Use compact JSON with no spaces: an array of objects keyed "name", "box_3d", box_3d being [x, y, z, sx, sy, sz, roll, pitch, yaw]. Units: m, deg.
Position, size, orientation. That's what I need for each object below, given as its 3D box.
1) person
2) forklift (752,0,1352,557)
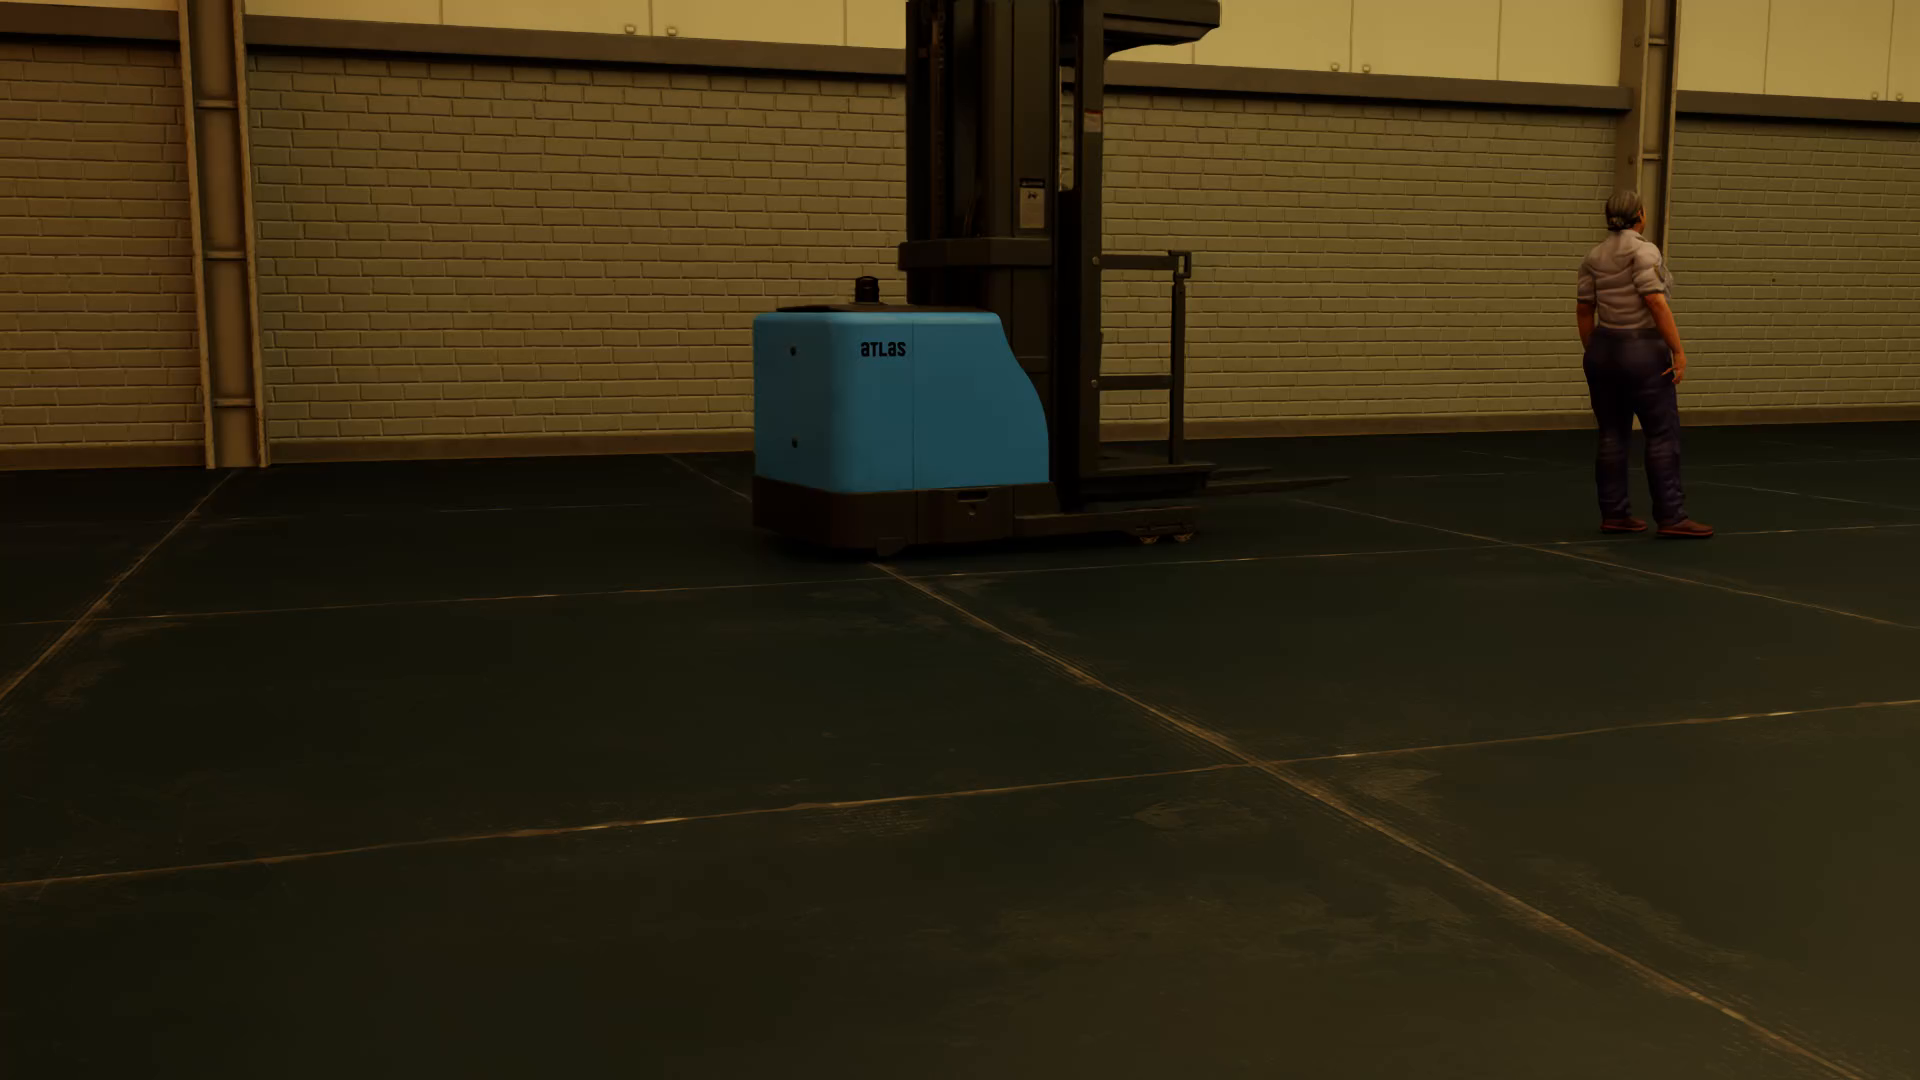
[{"name":"person","box_3d":[3.311,-0.854,8.053,0.495,1.653,0.590,-4,9,-25]},{"name":"forklift","box_3d":[0.554,-1.496,8.047,3.031,2.935,1.130,-4,9,-29]}]
